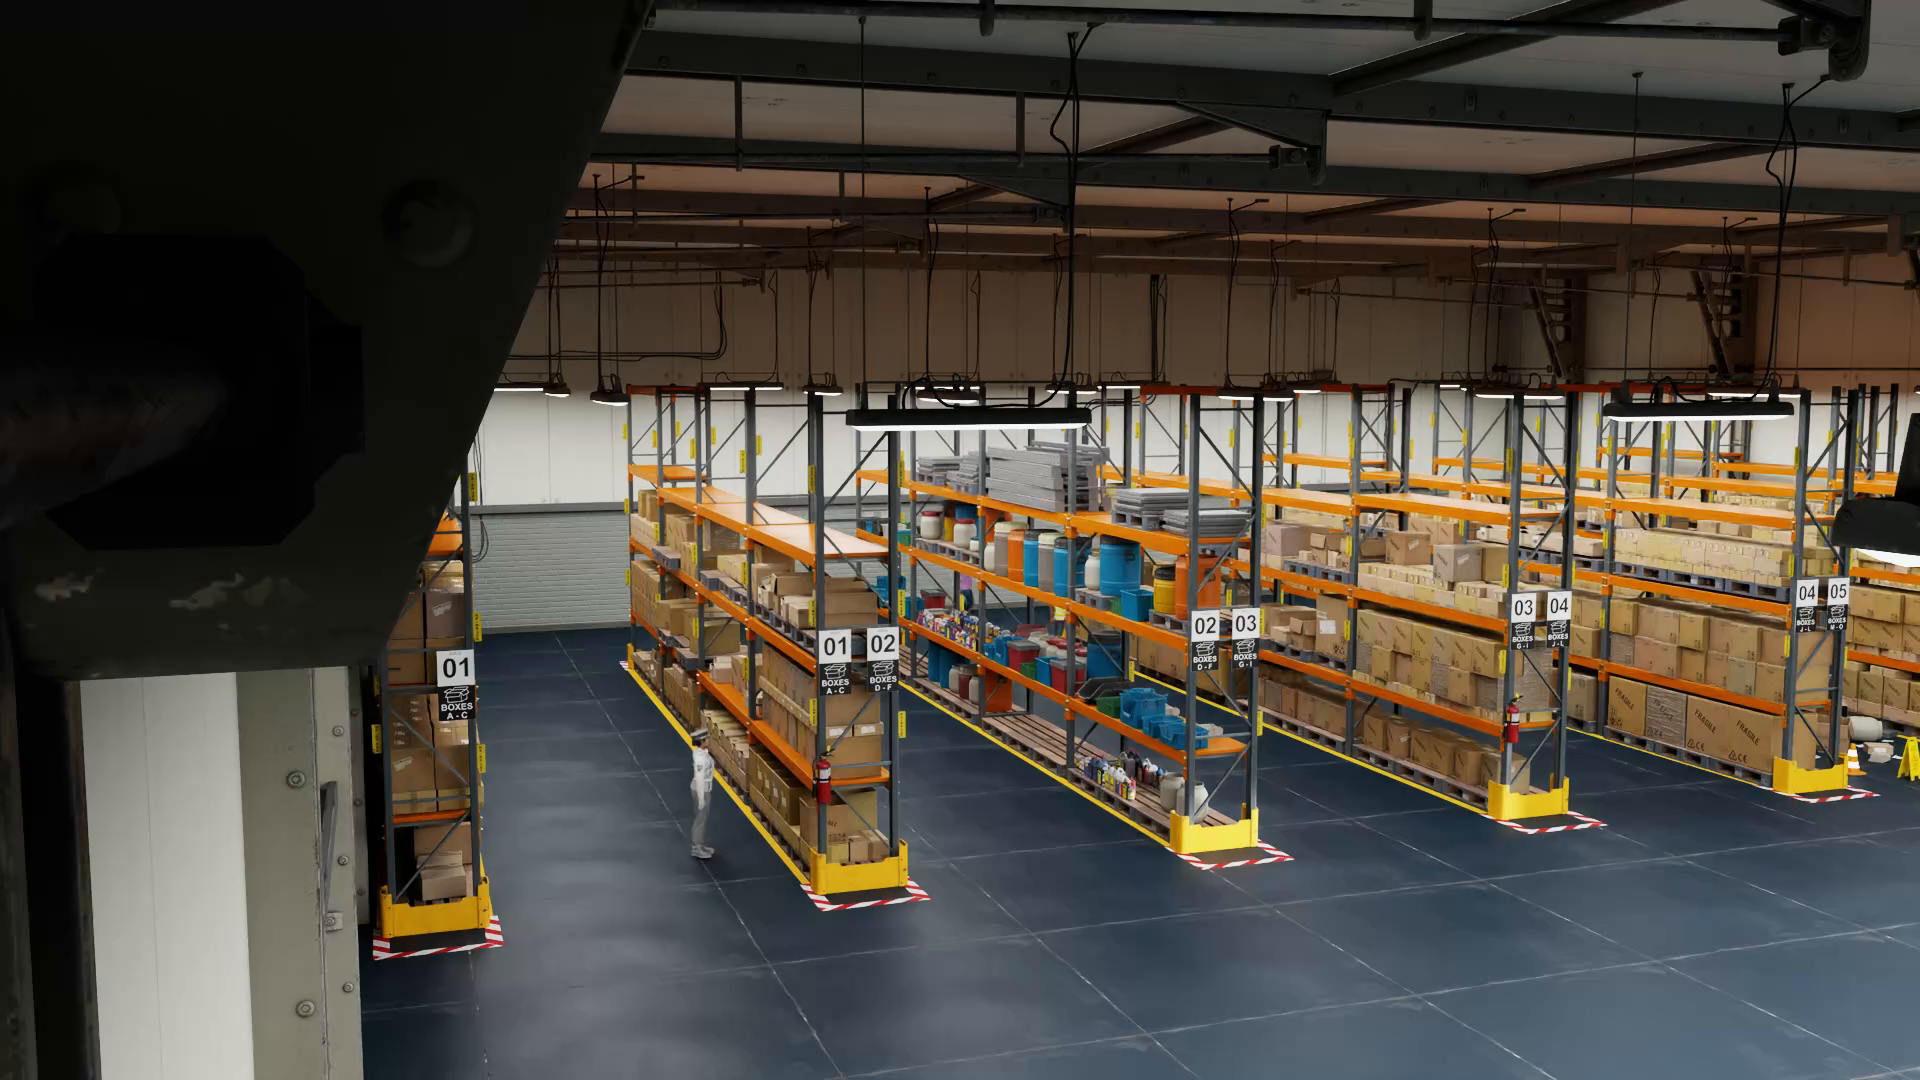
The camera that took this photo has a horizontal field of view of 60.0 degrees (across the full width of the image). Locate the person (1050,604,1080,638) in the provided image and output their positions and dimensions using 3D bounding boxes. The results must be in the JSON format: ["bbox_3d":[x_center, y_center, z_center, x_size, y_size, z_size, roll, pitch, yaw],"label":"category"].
[{"bbox_3d":[2.212,1.698,35.163,0.705,1.721,1.019,-2,6,-15],"label":"person"}]

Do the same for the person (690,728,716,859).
[{"bbox_3d":[-3.334,3.270,21.567,0.327,1.695,0.576,-1,6,-7],"label":"person"}]

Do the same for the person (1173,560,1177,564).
[{"bbox_3d":[5.232,1.320,40.395,0.983,1.688,0.610,-3,7,-30],"label":"person"}]

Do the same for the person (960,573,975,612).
[{"bbox_3d":[0.115,1.235,41.639,0.479,1.586,0.417,1,6,11],"label":"person"}]
